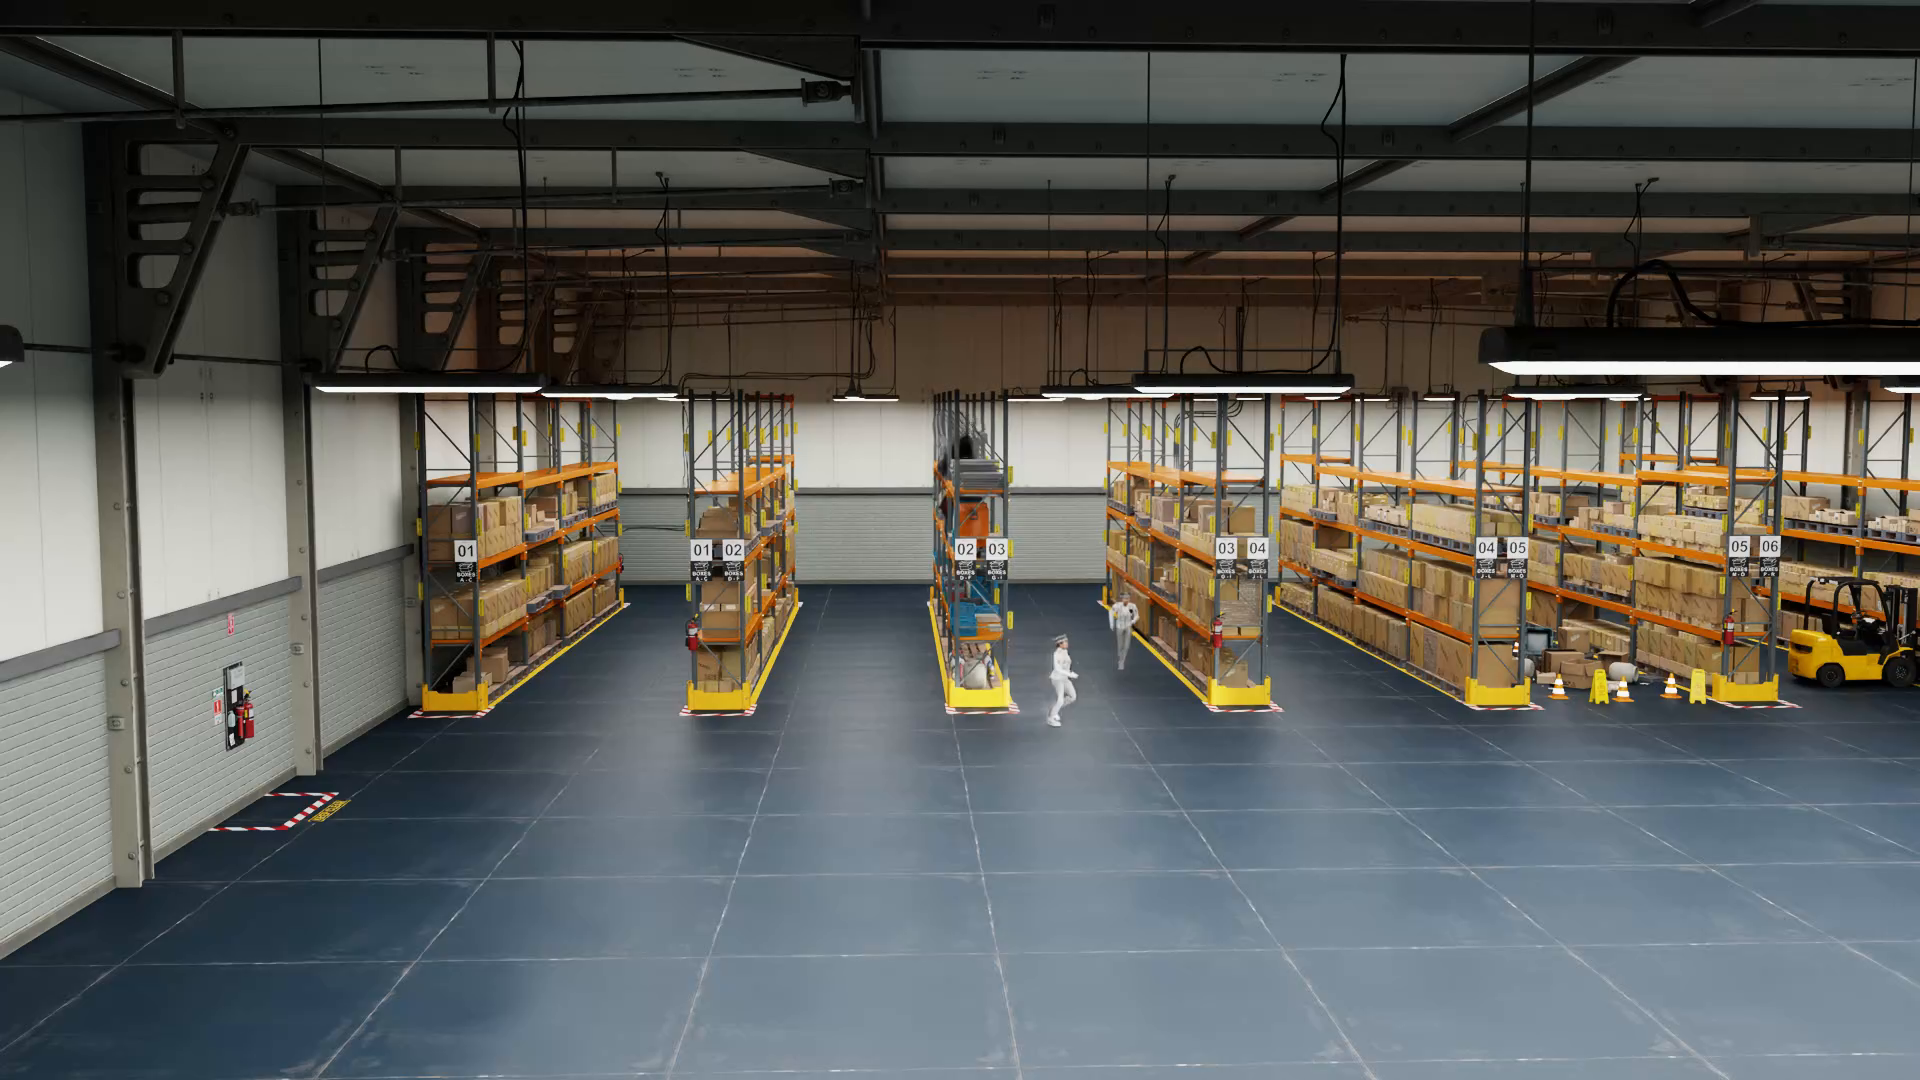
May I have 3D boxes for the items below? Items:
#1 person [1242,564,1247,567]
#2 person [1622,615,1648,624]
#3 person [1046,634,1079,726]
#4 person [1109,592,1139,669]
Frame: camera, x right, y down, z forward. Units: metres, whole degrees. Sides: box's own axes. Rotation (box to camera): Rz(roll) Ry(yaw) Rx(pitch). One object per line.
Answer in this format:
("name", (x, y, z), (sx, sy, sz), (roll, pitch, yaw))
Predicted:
("person", (8.134, 0.987, 47.642), (0.747, 1.737, 0.662), (1, 5, 15))
("person", (17.394, 1.415, 42.792), (0.537, 1.586, 0.881), (-2, 5, -23))
("person", (1.834, 2.484, 29.597), (0.633, 1.646, 0.592), (2, 5, 23))
("person", (3.379, 1.848, 34.288), (0.608, 1.625, 0.688), (0, 5, -4))
